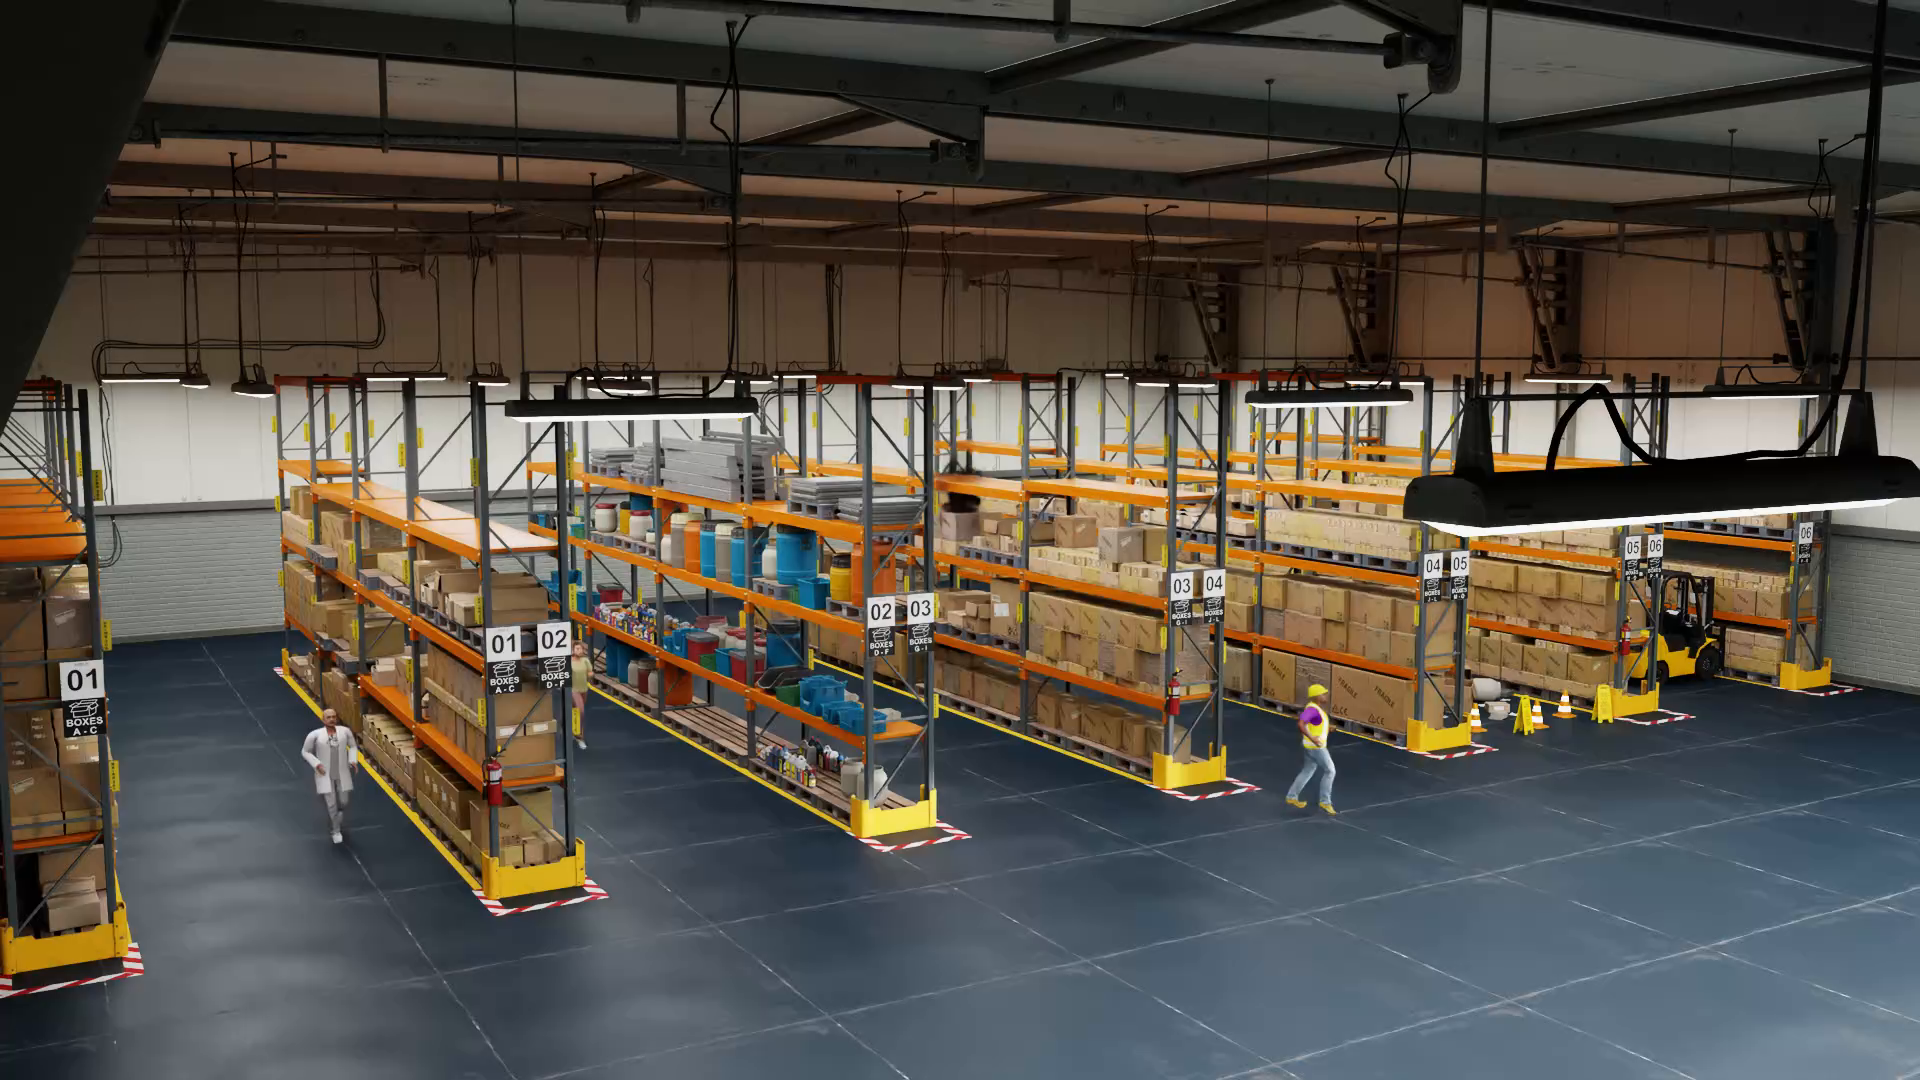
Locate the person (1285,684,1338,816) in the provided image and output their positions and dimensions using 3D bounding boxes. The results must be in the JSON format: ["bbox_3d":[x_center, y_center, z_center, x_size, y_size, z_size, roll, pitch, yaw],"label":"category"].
[{"bbox_3d":[4.920,2.917,23.230,0.725,1.833,0.723,1,6,7],"label":"person"}]

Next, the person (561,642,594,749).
[{"bbox_3d":[-6.283,2.519,27.264,0.756,1.721,0.549,6,9,45],"label":"person"}]

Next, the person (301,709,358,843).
[{"bbox_3d":[-8.296,3.083,21.936,0.712,1.739,0.652,-4,7,-32],"label":"person"}]
